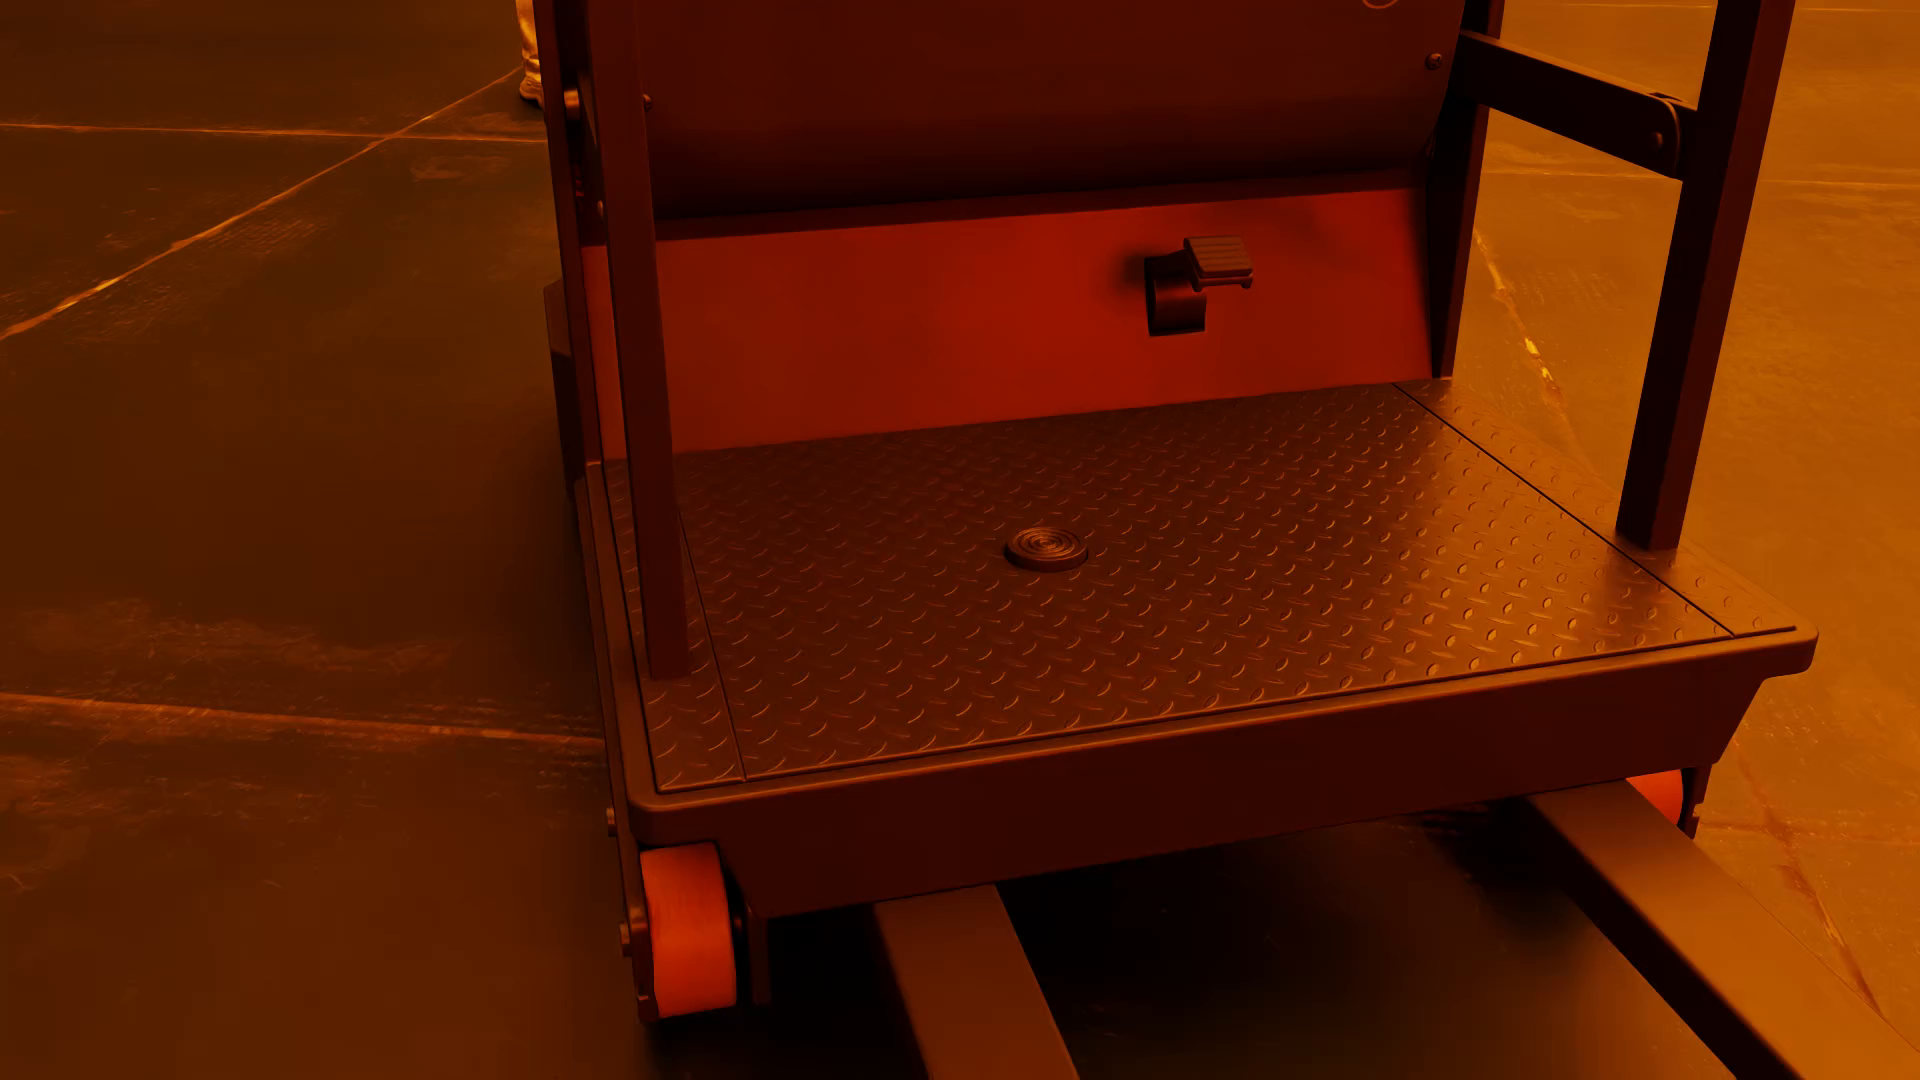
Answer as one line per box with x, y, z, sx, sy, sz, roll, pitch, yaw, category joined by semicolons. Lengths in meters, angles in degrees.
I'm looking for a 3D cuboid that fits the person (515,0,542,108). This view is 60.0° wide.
-1.206;-2.202;4.932;0.626;1.773;0.451;-11;28;-20;person

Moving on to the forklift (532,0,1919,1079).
0.153;-1.049;1.319;1.130;2.935;3.031;-7;27;-13;forklift
